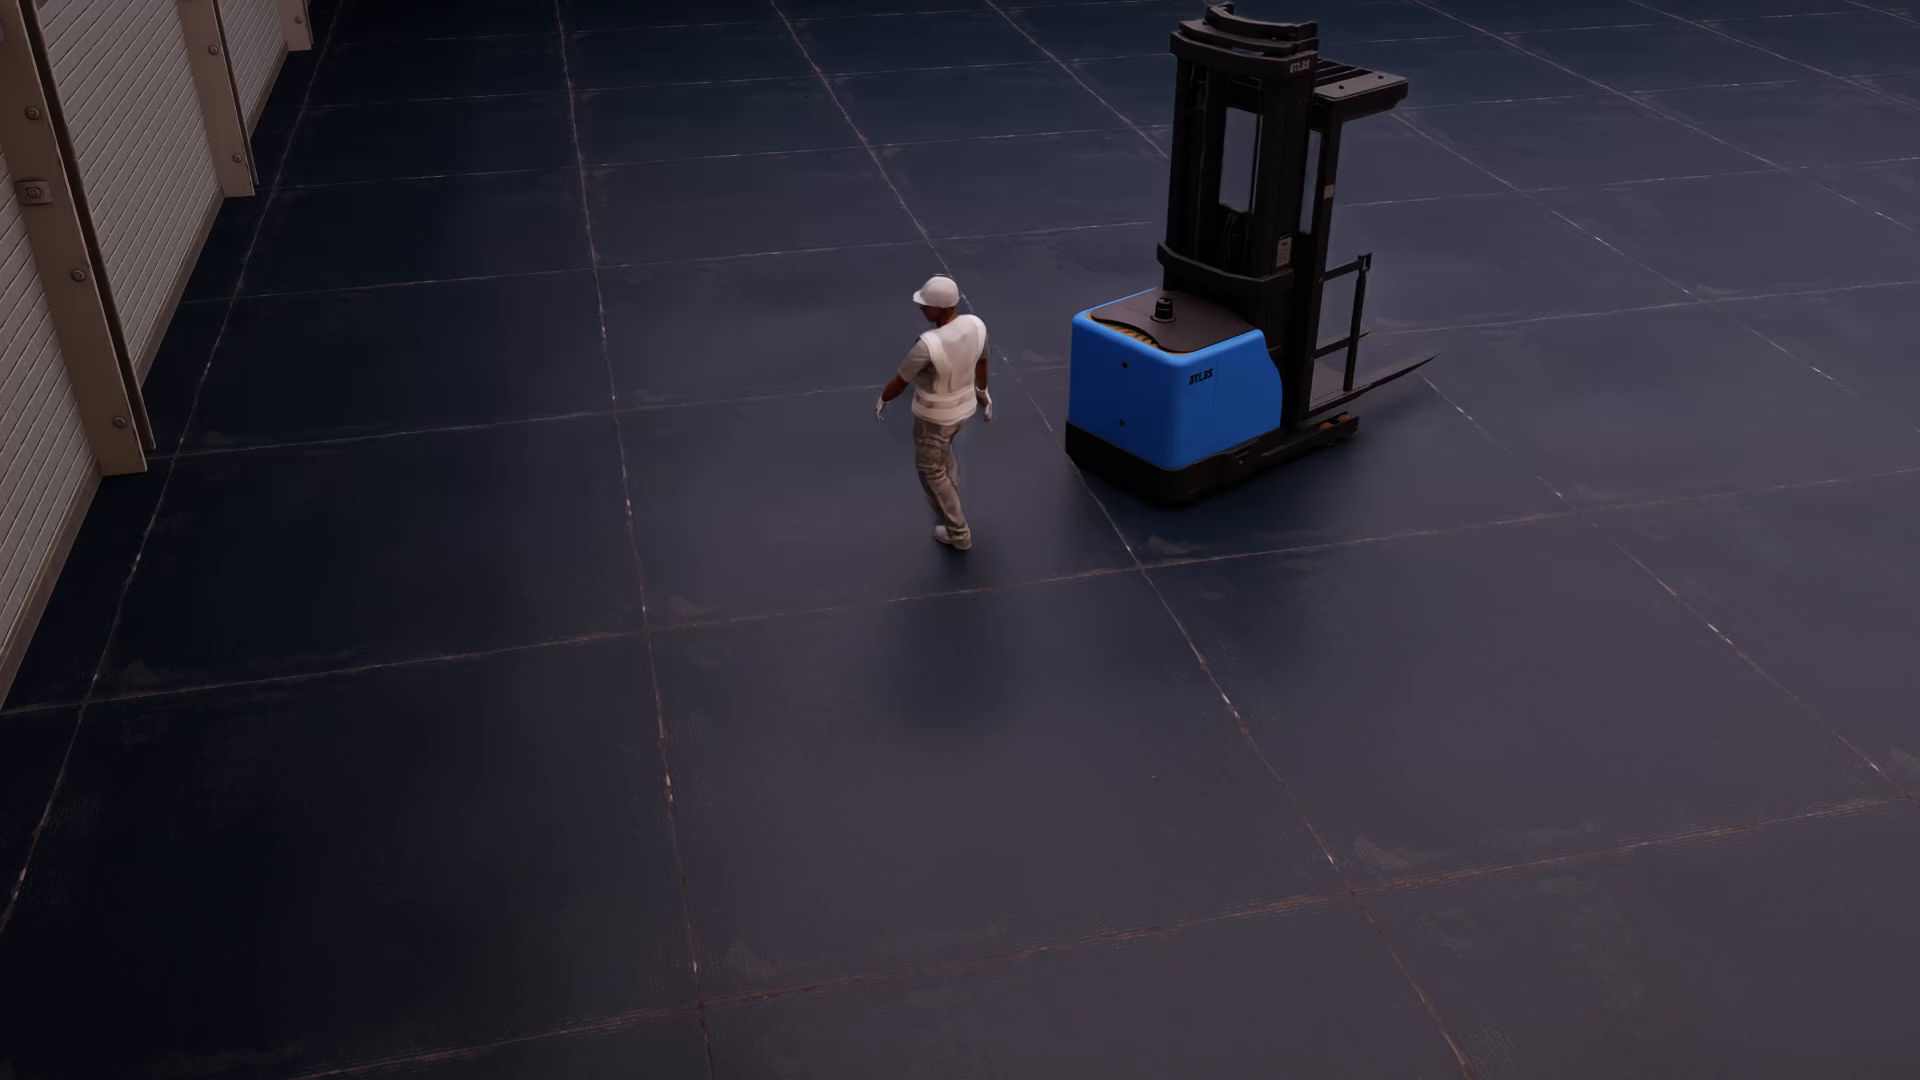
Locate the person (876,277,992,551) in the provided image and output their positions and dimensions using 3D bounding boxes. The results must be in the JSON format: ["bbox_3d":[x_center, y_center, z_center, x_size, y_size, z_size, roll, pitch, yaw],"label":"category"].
[{"bbox_3d":[-0.119,-0.822,10.203,0.624,1.738,0.691,21,36,31],"label":"person"}]

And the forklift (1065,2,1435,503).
[{"bbox_3d":[2.180,-2.106,11.212,3.031,2.935,1.130,-22,37,-33],"label":"forklift"}]
